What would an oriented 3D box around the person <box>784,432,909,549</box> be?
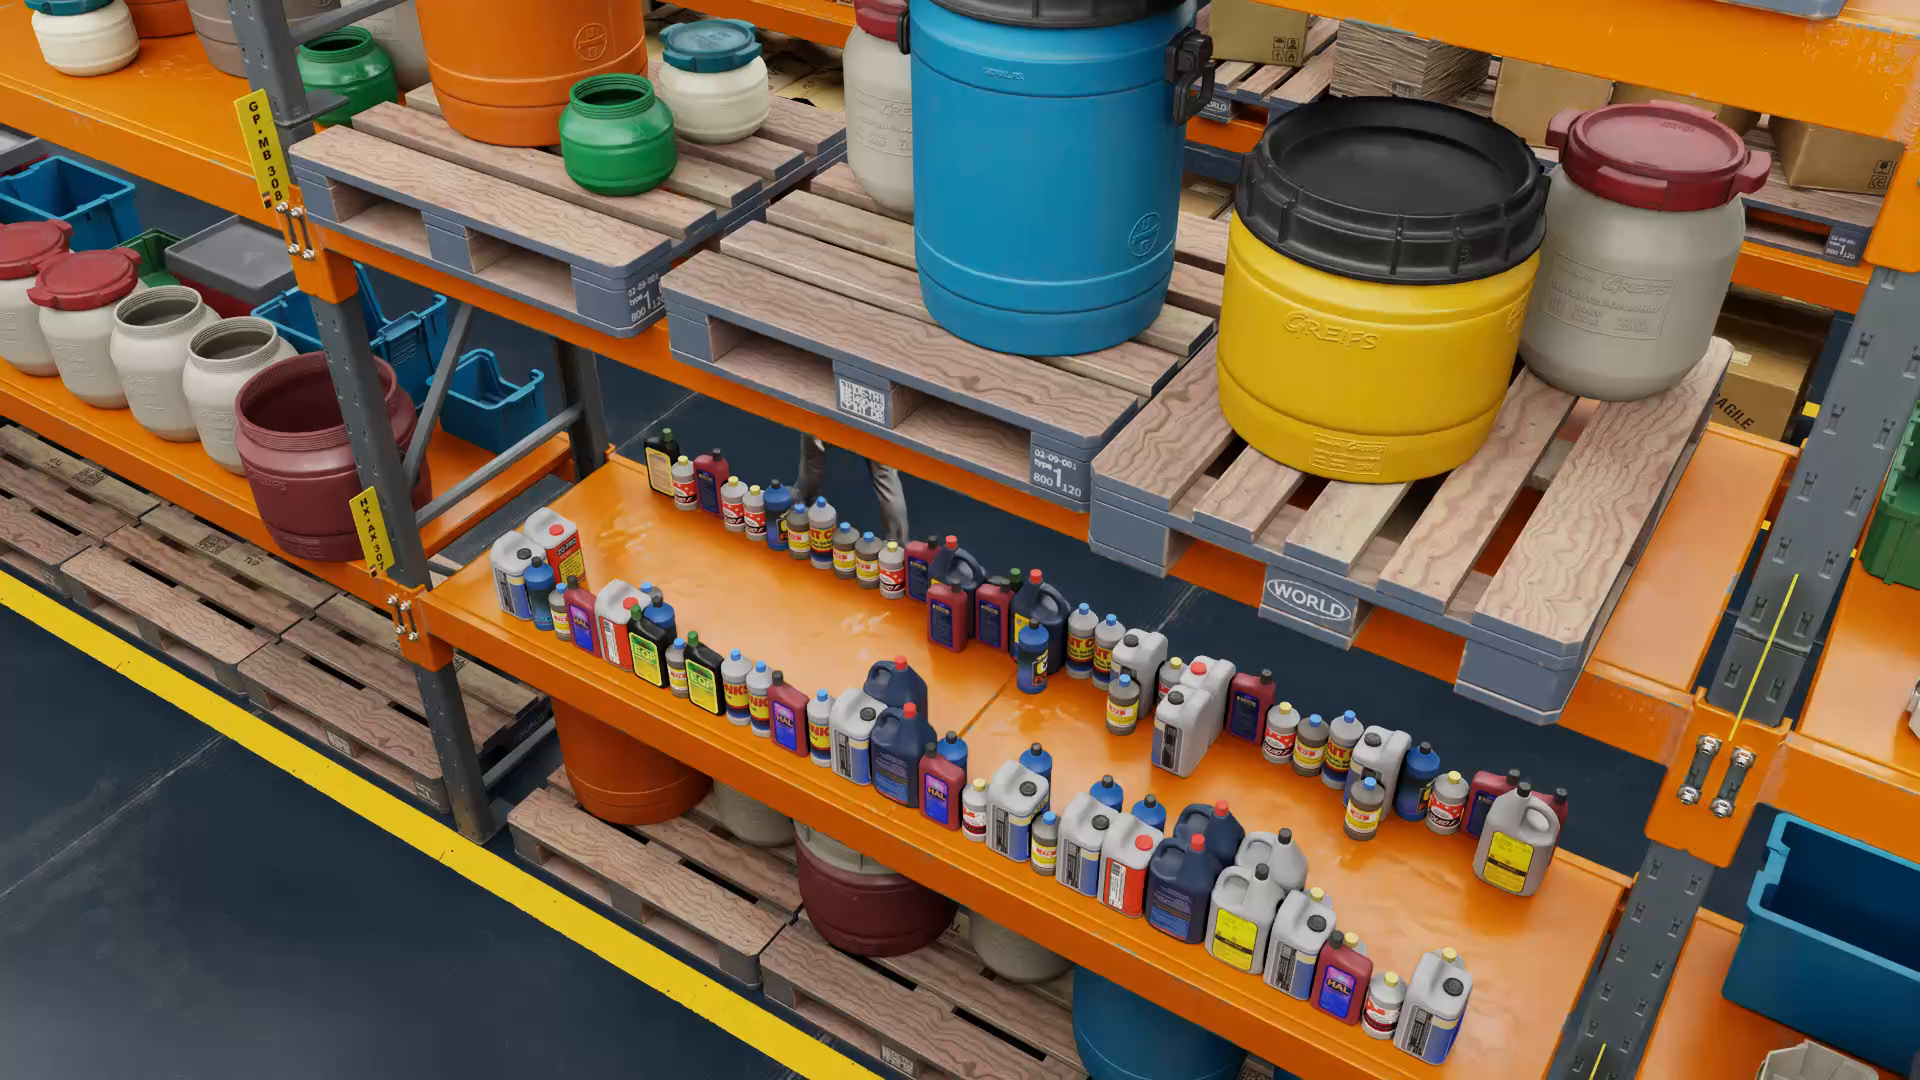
[{"bbox_3d":[-0.531,-0.663,7.499,0.507,1.635,0.966,-21,43,-24],"label":"person"}]
